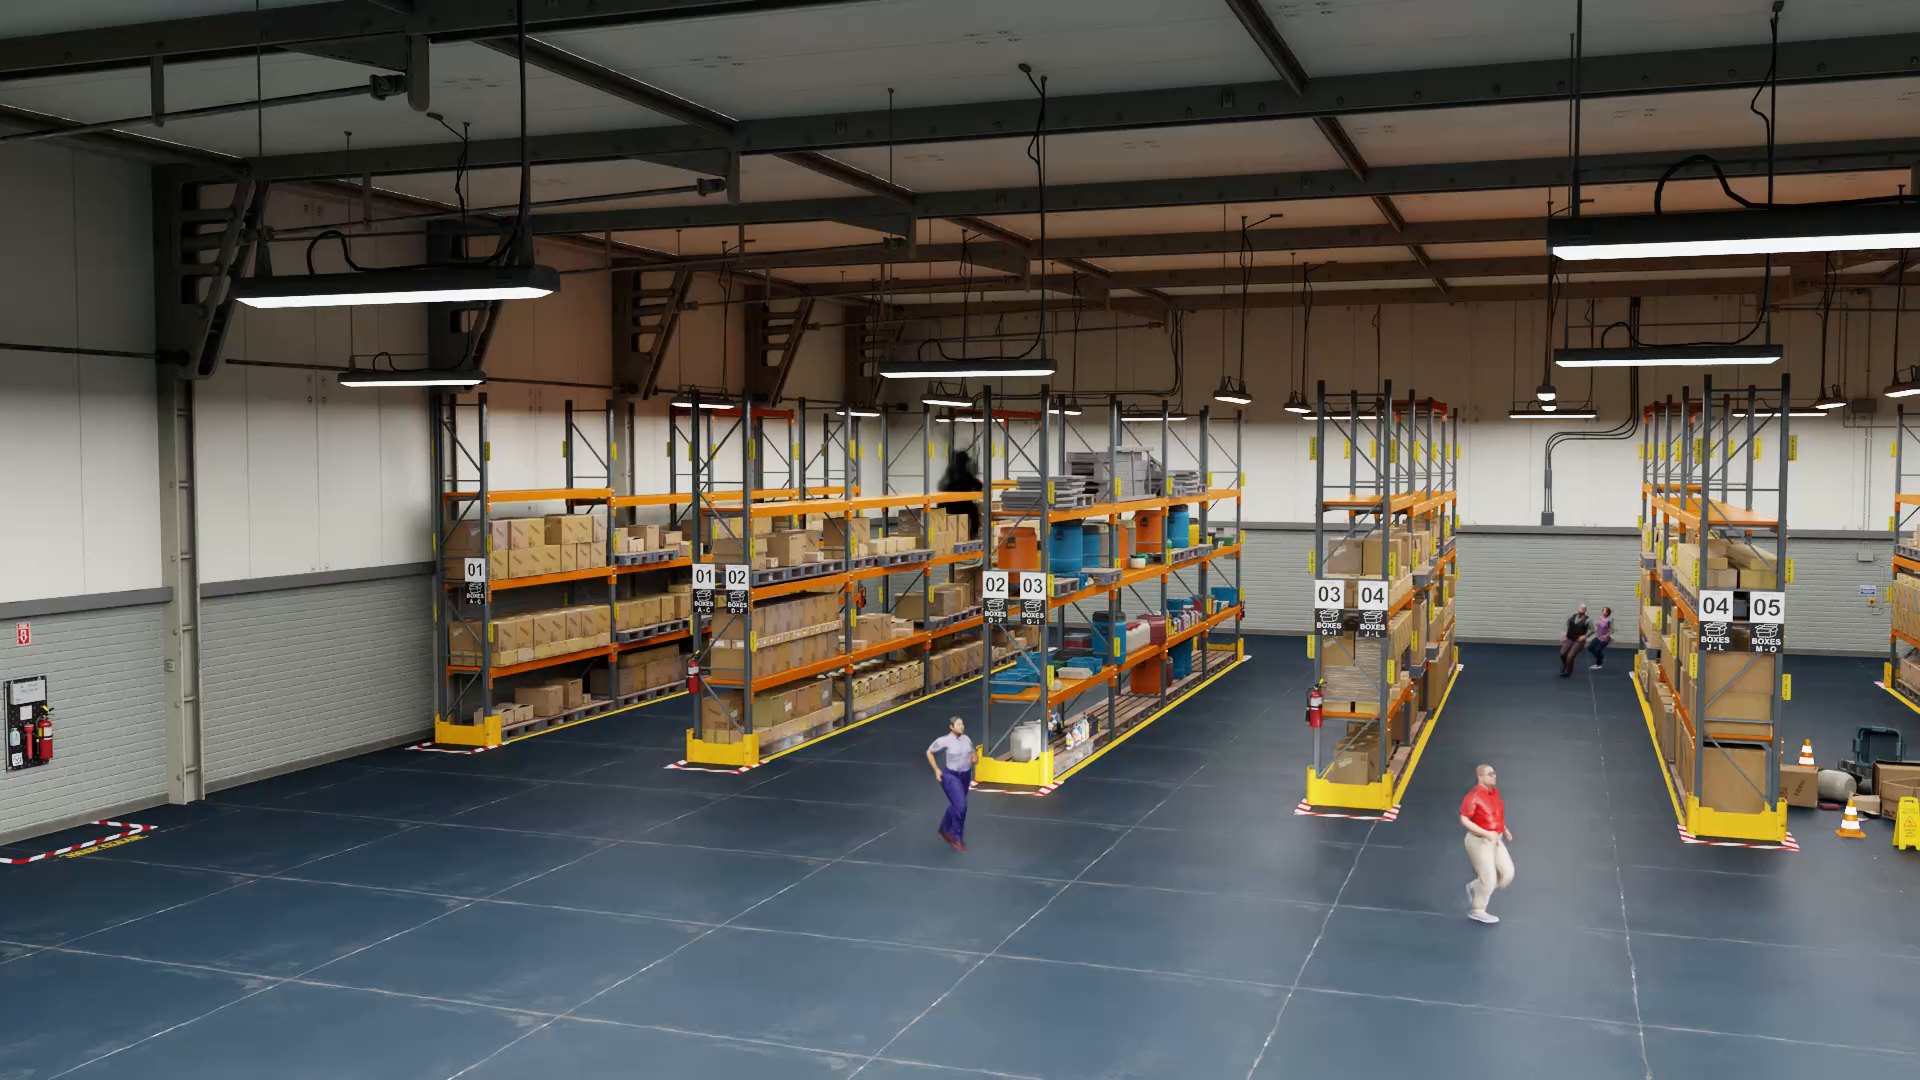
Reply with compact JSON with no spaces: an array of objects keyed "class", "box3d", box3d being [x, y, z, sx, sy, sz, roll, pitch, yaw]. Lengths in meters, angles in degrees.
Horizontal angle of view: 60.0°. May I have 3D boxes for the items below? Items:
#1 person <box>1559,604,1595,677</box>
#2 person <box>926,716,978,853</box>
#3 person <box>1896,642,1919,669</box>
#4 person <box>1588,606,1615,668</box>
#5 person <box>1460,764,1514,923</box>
[{"class":"person","box3d":[13.590,2.229,36.752,0.547,1.635,0.740,-3,4,-41]},{"class":"person","box3d":[-0.053,3.070,20.972,0.735,1.714,0.577,3,4,44]},{"class":"person","box3d":[20.768,2.216,36.365,0.610,1.618,0.940,-2,4,-32]},{"class":"person","box3d":[14.661,2.236,38.048,0.468,1.474,0.684,-1,3,-16]},{"class":"person","box3d":[5.587,3.216,17.660,0.640,1.679,0.596,-2,4,-39]}]
